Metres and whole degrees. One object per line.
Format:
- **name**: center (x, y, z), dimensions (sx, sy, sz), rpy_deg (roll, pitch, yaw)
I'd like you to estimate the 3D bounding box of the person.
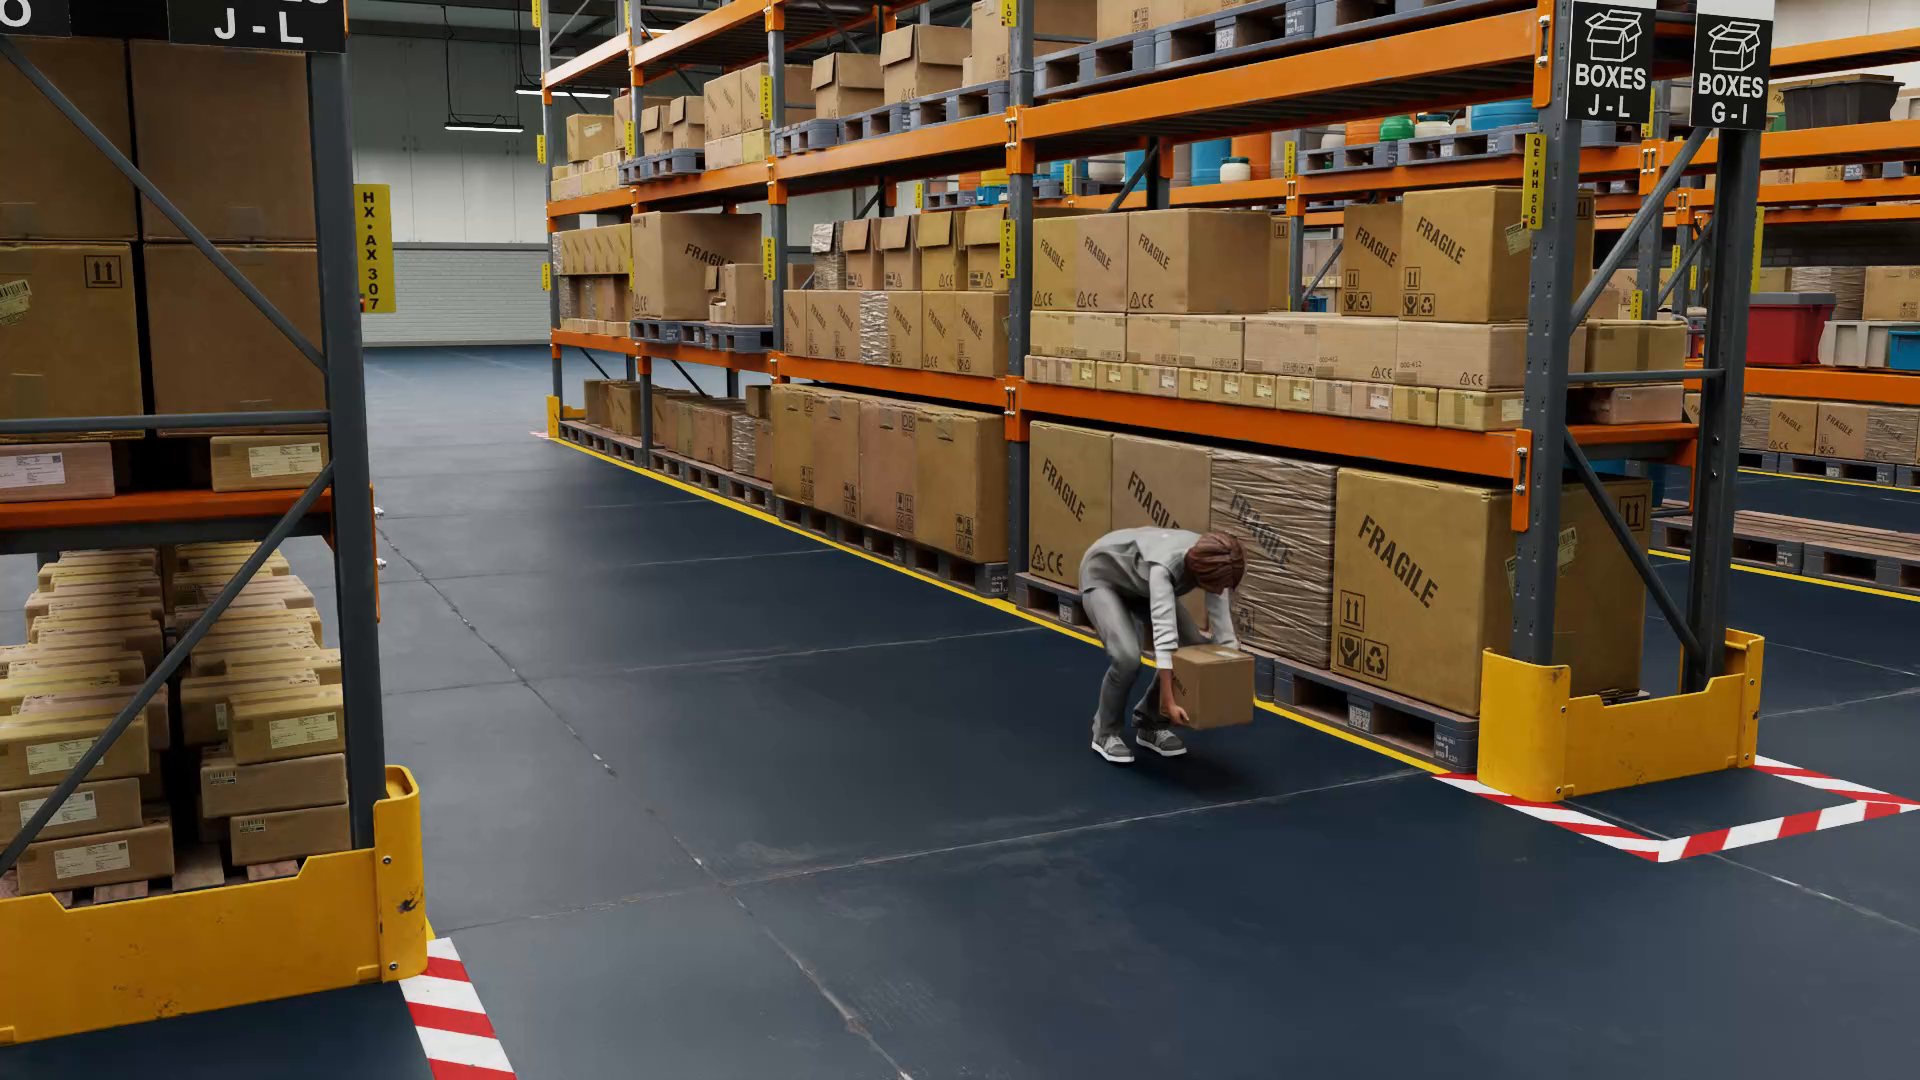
- **person**: center (0.777, 0.402, 6.393), dimensions (0.425, 0.953, 0.862), rpy_deg (-5, 10, -29)
